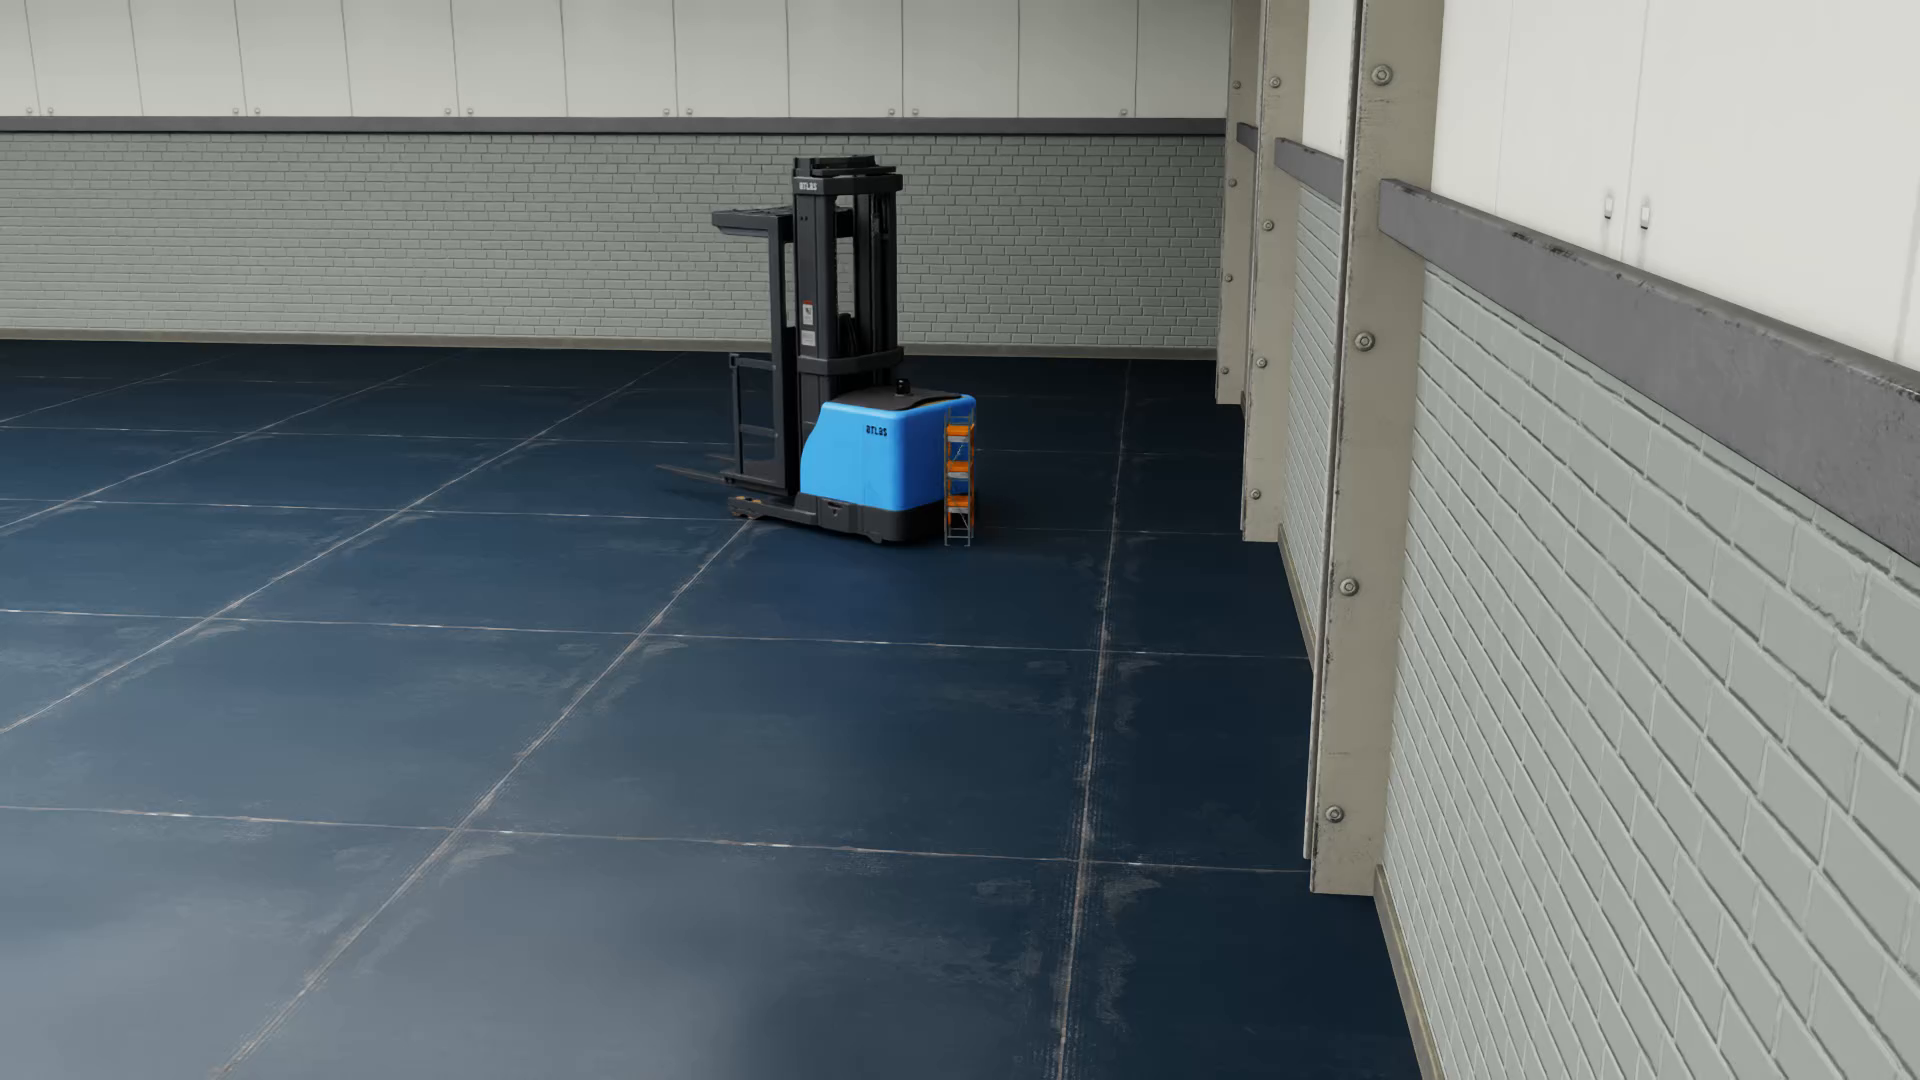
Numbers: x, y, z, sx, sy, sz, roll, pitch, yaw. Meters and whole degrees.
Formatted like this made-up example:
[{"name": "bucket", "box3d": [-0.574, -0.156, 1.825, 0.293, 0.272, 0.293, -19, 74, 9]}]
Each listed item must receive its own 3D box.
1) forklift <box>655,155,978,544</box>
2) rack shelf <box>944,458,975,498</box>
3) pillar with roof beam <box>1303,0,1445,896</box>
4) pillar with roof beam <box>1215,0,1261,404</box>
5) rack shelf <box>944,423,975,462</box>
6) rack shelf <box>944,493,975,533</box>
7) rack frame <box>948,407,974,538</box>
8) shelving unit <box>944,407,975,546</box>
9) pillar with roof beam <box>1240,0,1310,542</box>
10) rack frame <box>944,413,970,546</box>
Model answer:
[{"name": "forklift", "box3d": [-1.317, -1.677, 13.748, 3.031, 2.935, 1.130, 12, 19, 37]}, {"name": "rack shelf", "box3d": [-0.005, -0.483, 12.976, 0.215, 0.259, 0.240, 2, 15, 7]}, {"name": "pillar with roof beam", "box3d": [-2.545, -2.954, 6.846, 9.100, 9.000, 0.400, 2, 15, 6]}, {"name": "pillar with roof beam", "box3d": [-1.191, -6.066, 18.356, 9.100, 9.000, 0.400, 2, 15, 6]}, {"name": "rack shelf", "box3d": [-0.005, -0.757, 12.901, 0.215, 0.259, 0.240, 2, 15, 7]}, {"name": "rack shelf", "box3d": [-0.005, -0.214, 13.048, 0.215, 0.259, 0.240, 2, 15, 7]}, {"name": "rack frame", "box3d": [0.010, -0.524, 13.090, 0.200, 1.050, 0.008, 2, 15, 7]}, {"name": "shelving unit", "box3d": [-0.005, -0.493, 12.973, 0.215, 1.050, 0.252, 2, 15, 7]}, {"name": "pillar with roof beam", "box3d": [-1.868, -4.510, 12.601, 9.100, 9.000, 0.400, 2, 15, 6]}, {"name": "rack frame", "box3d": [-0.019, -0.461, 12.856, 0.200, 1.050, 0.008, 2, 15, 7]}]
